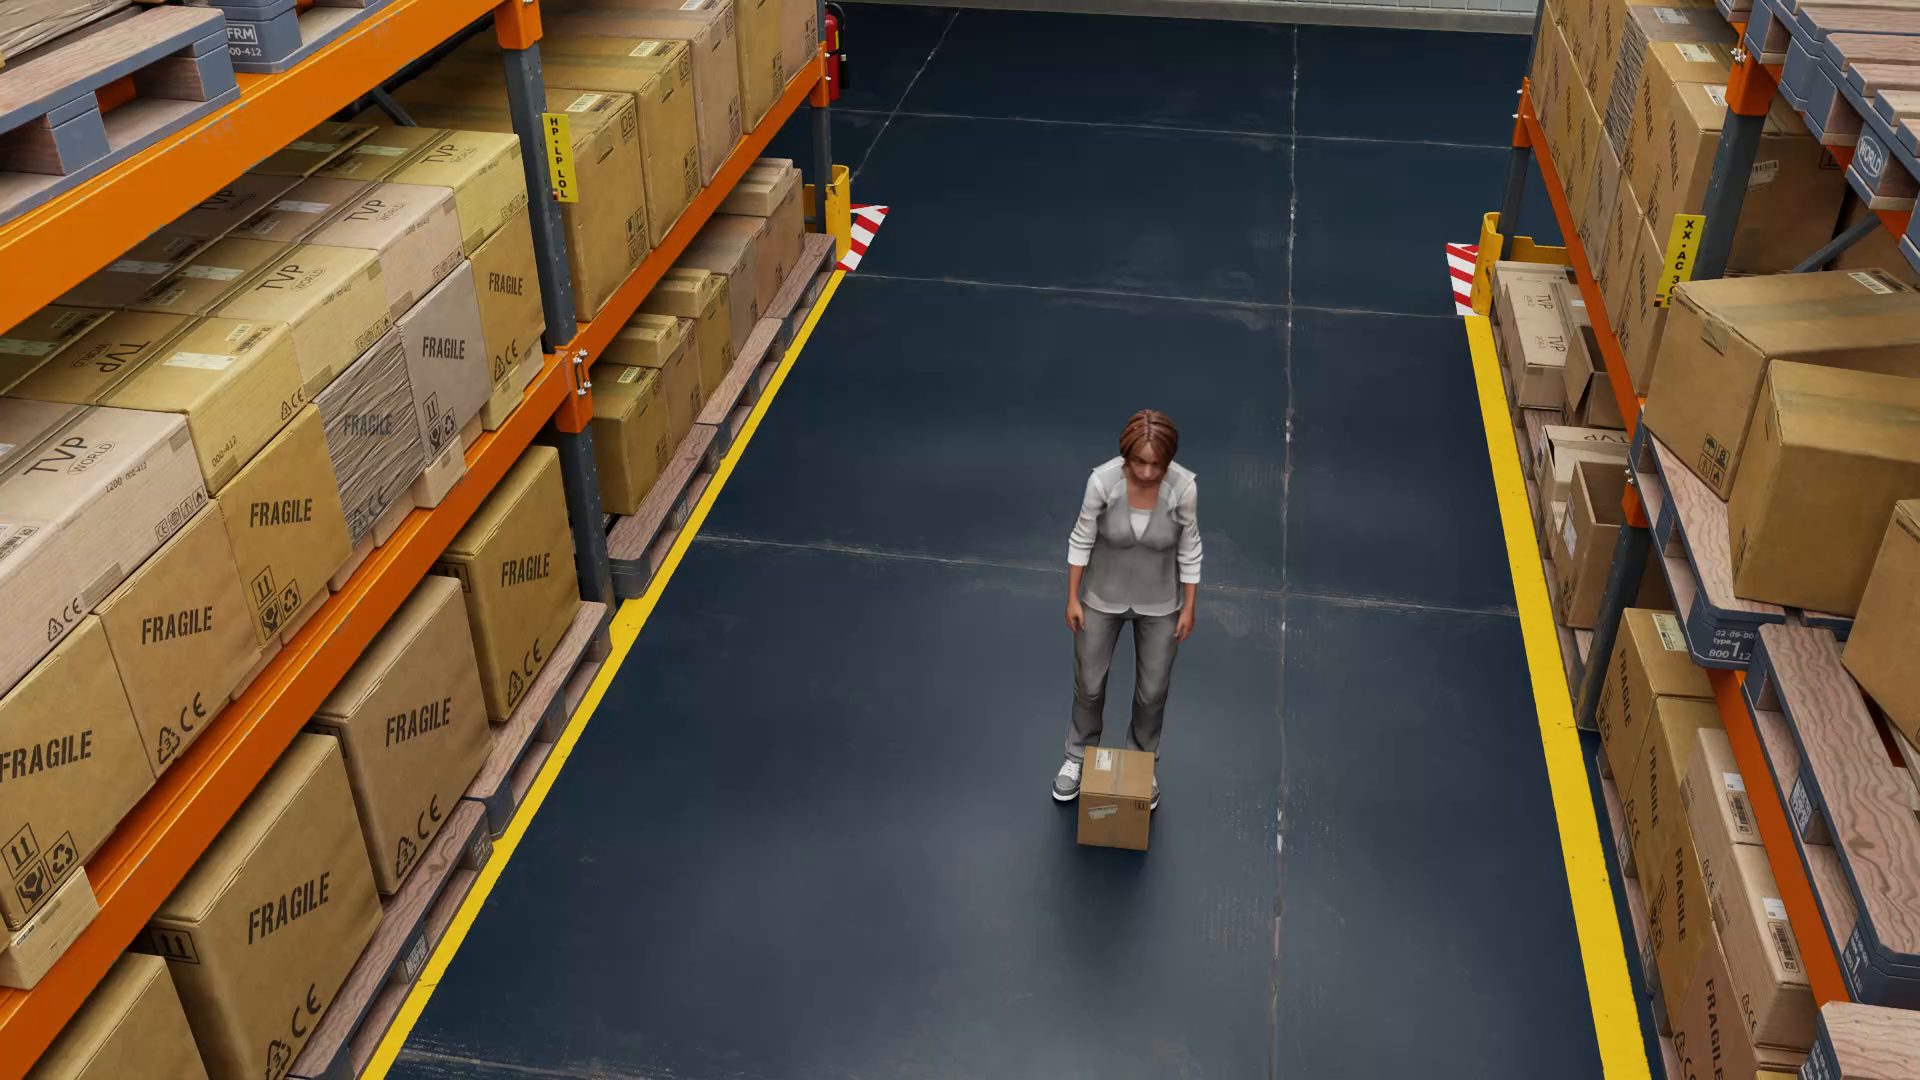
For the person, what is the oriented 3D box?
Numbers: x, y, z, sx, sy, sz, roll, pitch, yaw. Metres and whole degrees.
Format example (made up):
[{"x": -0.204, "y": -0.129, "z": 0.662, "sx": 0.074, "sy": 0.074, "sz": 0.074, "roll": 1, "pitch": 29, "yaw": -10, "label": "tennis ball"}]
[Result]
[{"x": 0.590, "y": 0.234, "z": 5.788, "sx": 0.477, "sy": 1.591, "sz": 0.348, "roll": 4, "pitch": 33, "yaw": 5, "label": "person"}]
